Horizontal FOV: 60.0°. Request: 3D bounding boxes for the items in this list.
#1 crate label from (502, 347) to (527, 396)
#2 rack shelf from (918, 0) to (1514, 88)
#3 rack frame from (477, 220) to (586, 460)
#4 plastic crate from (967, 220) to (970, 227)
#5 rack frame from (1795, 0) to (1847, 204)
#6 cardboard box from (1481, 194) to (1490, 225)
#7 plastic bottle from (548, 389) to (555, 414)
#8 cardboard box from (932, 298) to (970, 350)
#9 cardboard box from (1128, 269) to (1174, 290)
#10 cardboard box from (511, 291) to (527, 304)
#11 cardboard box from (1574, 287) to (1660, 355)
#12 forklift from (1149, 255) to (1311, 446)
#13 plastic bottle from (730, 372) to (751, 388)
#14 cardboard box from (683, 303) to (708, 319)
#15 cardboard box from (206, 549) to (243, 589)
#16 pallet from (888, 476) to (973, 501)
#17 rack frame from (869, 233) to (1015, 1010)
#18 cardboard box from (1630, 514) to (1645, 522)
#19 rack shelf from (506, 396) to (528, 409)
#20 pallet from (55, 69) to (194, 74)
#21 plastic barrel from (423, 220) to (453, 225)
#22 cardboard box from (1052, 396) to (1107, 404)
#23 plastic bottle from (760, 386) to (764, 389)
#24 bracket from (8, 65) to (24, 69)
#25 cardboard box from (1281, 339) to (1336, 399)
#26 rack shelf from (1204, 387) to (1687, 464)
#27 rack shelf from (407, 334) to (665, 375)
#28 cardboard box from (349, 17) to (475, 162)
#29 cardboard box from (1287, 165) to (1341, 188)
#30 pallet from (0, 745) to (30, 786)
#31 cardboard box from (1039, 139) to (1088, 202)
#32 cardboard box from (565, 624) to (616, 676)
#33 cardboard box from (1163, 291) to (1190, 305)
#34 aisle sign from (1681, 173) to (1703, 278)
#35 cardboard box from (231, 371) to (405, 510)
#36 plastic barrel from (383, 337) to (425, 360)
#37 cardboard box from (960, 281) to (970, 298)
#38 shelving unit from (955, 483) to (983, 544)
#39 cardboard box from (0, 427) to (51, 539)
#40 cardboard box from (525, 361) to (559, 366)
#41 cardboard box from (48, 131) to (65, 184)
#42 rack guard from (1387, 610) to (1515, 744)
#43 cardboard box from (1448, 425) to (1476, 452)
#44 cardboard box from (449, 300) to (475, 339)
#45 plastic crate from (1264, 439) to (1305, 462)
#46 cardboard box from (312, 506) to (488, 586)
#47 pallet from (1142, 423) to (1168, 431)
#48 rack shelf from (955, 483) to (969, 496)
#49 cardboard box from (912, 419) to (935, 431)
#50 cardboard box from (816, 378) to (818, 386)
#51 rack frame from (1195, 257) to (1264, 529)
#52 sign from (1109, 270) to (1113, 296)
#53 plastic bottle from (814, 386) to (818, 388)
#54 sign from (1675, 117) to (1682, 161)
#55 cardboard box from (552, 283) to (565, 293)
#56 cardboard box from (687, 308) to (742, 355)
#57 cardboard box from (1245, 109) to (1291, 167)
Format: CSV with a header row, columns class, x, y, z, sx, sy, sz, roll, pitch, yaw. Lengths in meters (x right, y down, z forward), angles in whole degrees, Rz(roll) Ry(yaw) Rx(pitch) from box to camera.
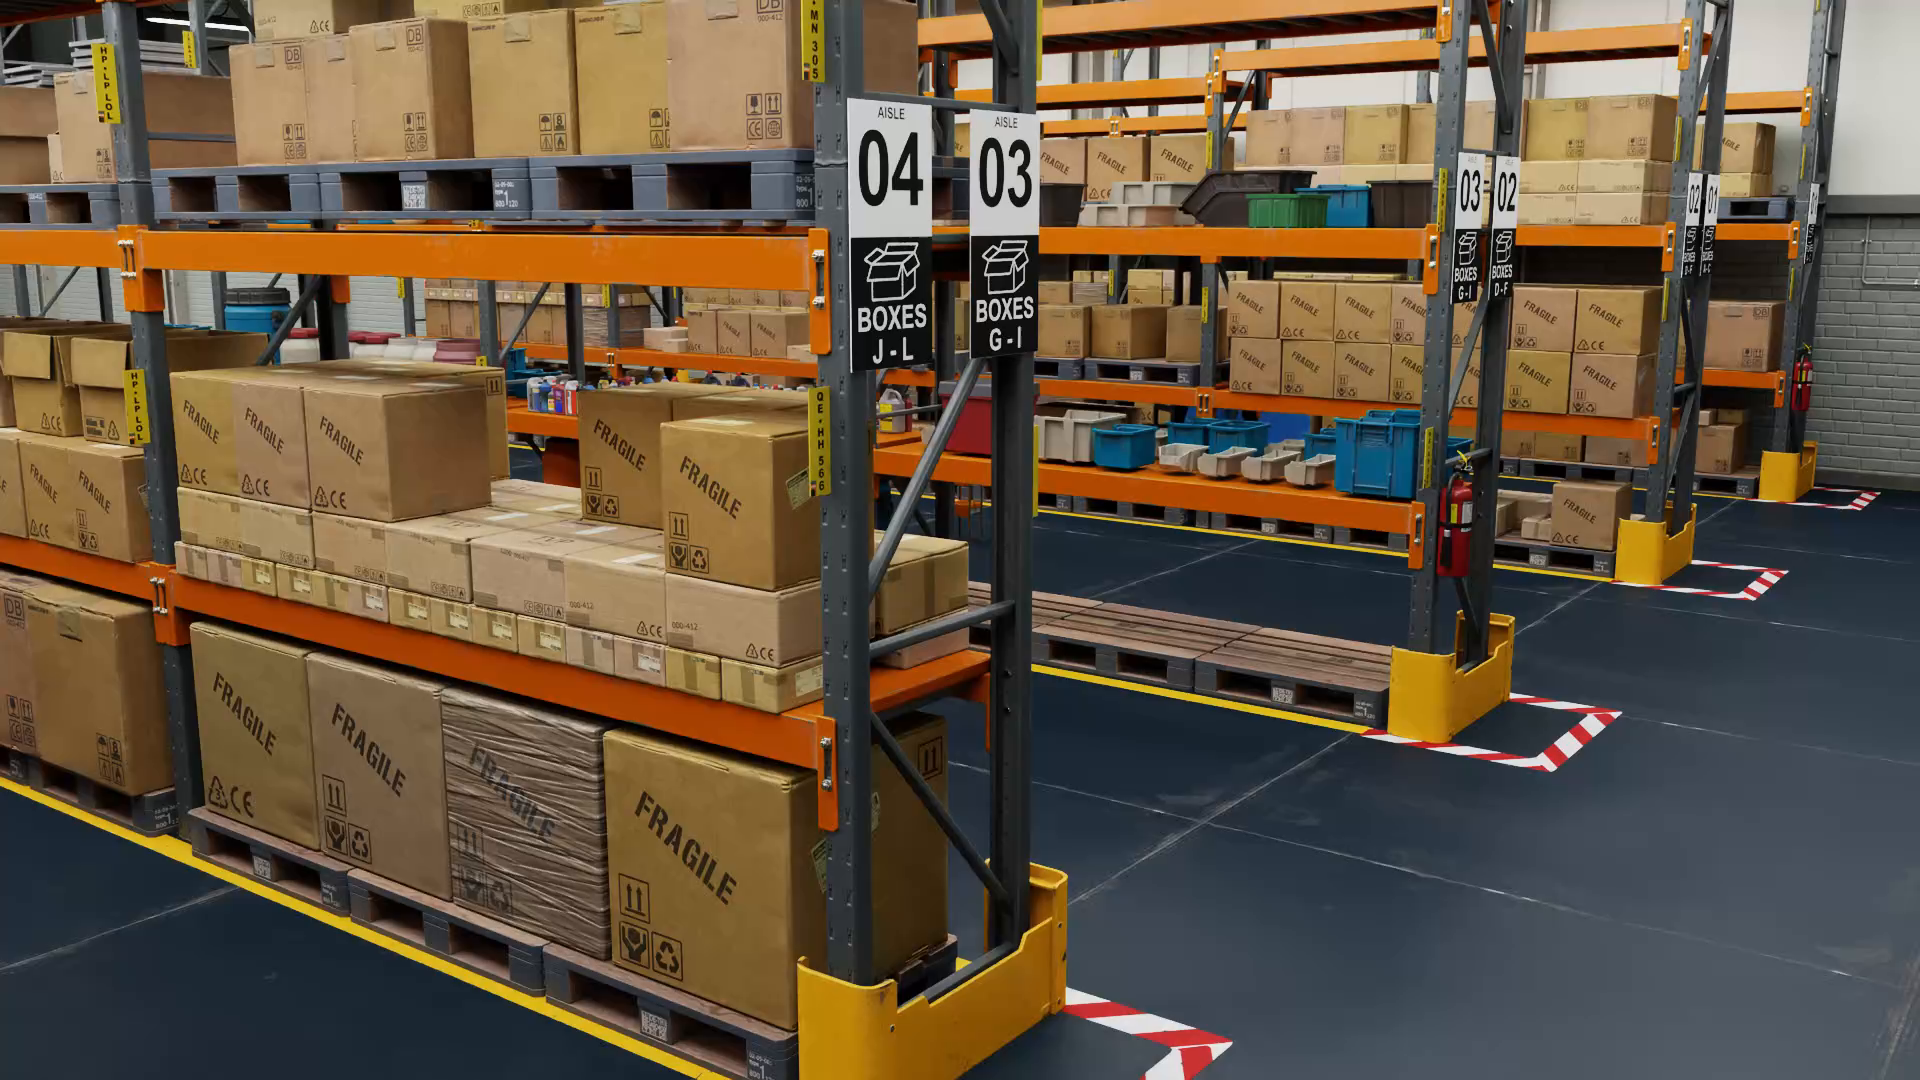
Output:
class,x,y,z,sx,sy,sz,roll,pitch,yaw
crate label,-4.243,-1.519,14.893,0.616,0.435,0.502,8,13,36
rack shelf,1.234,-3.070,10.155,4.000,0.370,1.077,8,13,36
rack frame,-3.602,-1.349,14.105,0.127,3.000,1.000,8,13,36
plastic crate,0.142,-2.267,11.509,0.662,0.188,0.450,8,13,36
rack frame,8.710,-4.912,16.726,0.127,3.000,1.000,8,13,36
cardboard box,4.403,-2.736,13.772,0.500,0.250,0.500,8,13,36
plastic bottle,-3.289,-1.125,13.471,0.097,0.201,0.097,0,11,0
cardboard box,-0.093,-2.309,17.696,0.500,0.500,0.700,3,11,17
cardboard box,2.498,-3.345,21.349,0.500,0.250,0.500,8,14,37
cardboard box,-5.476,-3.094,21.156,0.250,0.149,0.380,8,14,37
cardboard box,5.259,-1.755,13.310,0.500,0.500,0.500,8,13,35
forklift,2.794,-2.216,18.770,1.130,2.935,3.031,-4,12,-19
plastic bottle,-1.742,-1.156,13.238,0.185,0.351,0.144,8,13,36
cardboard box,-3.981,-3.598,26.071,0.500,0.250,0.500,7,13,34
cardboard box,-3.057,0.096,7.297,0.250,0.149,0.380,7,13,34
pallet,-0.088,-0.648,17.824,1.213,0.211,1.003,8,13,36
rack frame,-0.088,0.309,5.534,0.053,2.616,0.949,8,13,36
cardboard box,5.647,-0.123,14.118,0.250,0.149,0.380,8,13,36
rack shelf,-5.214,-1.221,15.336,4.000,0.370,1.077,8,13,36
pallet,-8.495,-4.680,17.081,1.213,0.211,1.003,8,13,36
plastic barrel,-4.663,-3.232,14.808,0.708,0.830,0.600,8,13,36
cardboard box,1.651,-1.927,22.517,0.500,0.500,0.700,8,14,36
plastic bottle,-1.462,-0.949,12.168,0.185,0.351,0.144,8,13,36
bracket,-22.330,-11.129,39.385,0.430,0.232,0.235,8,13,36
cardboard box,3.221,-1.550,14.882,0.500,0.500,0.500,8,14,37
rack shelf,4.169,-1.079,14.604,4.000,0.370,1.077,8,13,36
rack shelf,-5.503,-2.428,21.578,4.000,0.370,1.077,8,13,36
cardboard box,-1.875,-1.698,6.378,0.500,0.500,0.700,9,14,38
cardboard box,3.206,-3.153,14.612,0.500,0.250,0.500,8,13,36
pallet,-4.964,1.016,9.223,1.213,0.211,1.003,8,13,36
cardboard box,1.118,-3.652,16.478,0.600,0.600,0.600,7,13,33
cardboard box,-1.182,0.357,5.950,0.250,0.149,0.380,8,14,37
cardboard box,2.919,-2.916,21.109,0.500,0.500,0.500,9,14,37
aisle sign,5.654,-2.429,12.844,0.004,0.787,0.394,8,13,36
cardboard box,-2.683,-0.432,7.003,0.500,0.500,0.500,8,13,36
plastic barrel,-4.897,-1.534,14.768,0.421,0.512,0.421,0,11,0
cardboard box,0.423,-3.385,23.207,0.500,0.500,0.700,10,15,43
shelving unit,0.043,-0.509,14.899,0.252,1.050,0.215,8,13,36
cardboard box,-4.668,-0.315,8.498,0.500,0.500,0.500,8,13,35
cardboard box,-5.692,-2.106,22.176,0.500,0.500,0.500,8,13,36
cardboard box,-4.141,-1.913,8.253,0.500,0.311,0.500,7,13,34
rack guard,2.873,0.778,9.690,0.348,0.500,1.175,8,13,36
cardboard box,6.028,-1.295,19.302,0.500,0.500,0.700,8,14,36
cardboard box,-6.320,-2.943,22.079,0.500,0.500,0.700,8,14,37
plastic crate,2.085,-0.553,10.525,0.298,0.136,0.250,8,13,36
cardboard box,-2.267,-0.006,6.777,0.500,0.250,0.500,8,14,37
pallet,2.853,-1.396,21.692,1.213,0.211,1.003,8,13,36
rack shelf,0.043,-0.499,14.901,0.240,0.259,0.215,8,13,36
cardboard box,-0.470,-1.001,17.727,0.500,0.500,0.500,9,14,38
cardboard box,-1.822,-2.415,25.036,0.500,0.500,0.500,7,13,31
rack frame,2.557,-1.657,15.698,0.127,3.000,1.000,8,13,36
sign,1.948,-3.311,21.407,0.005,0.325,0.100,8,13,36
plastic bottle,-1.137,-1.048,12.858,0.133,0.283,0.061,8,13,36
sign,5.436,-3.032,12.577,0.005,0.325,0.100,8,13,36
cardboard box,-4.661,-3.348,20.760,0.500,0.500,0.700,8,13,35
cardboard box,-2.857,-2.458,19.572,0.500,0.500,0.500,9,14,40
cardboard box,2.971,-3.621,15.056,0.500,0.500,0.700,8,13,36
